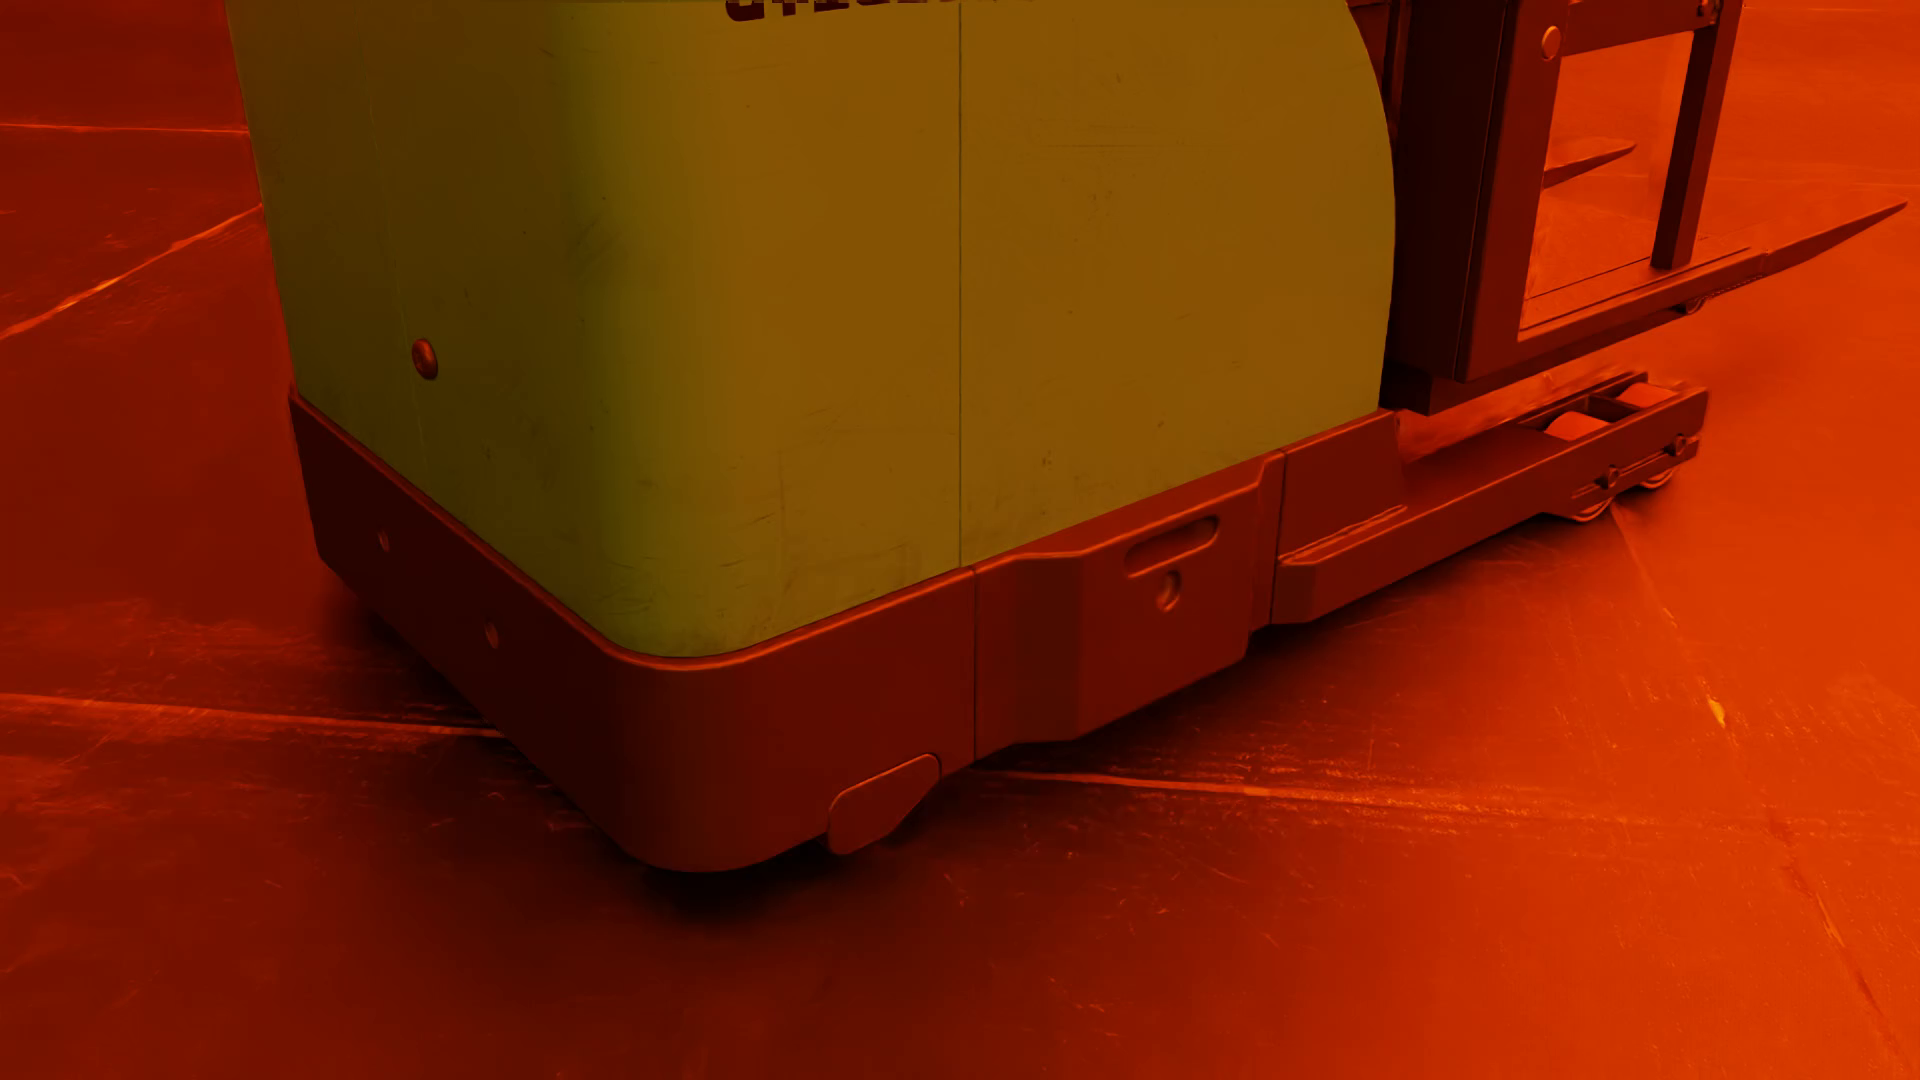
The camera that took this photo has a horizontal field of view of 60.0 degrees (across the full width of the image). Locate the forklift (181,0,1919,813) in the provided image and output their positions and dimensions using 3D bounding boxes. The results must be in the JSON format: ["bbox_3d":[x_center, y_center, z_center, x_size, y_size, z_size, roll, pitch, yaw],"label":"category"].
[{"bbox_3d":[0.572,-1.406,2.035,3.031,2.935,1.130,-9,28,-18],"label":"forklift"}]
